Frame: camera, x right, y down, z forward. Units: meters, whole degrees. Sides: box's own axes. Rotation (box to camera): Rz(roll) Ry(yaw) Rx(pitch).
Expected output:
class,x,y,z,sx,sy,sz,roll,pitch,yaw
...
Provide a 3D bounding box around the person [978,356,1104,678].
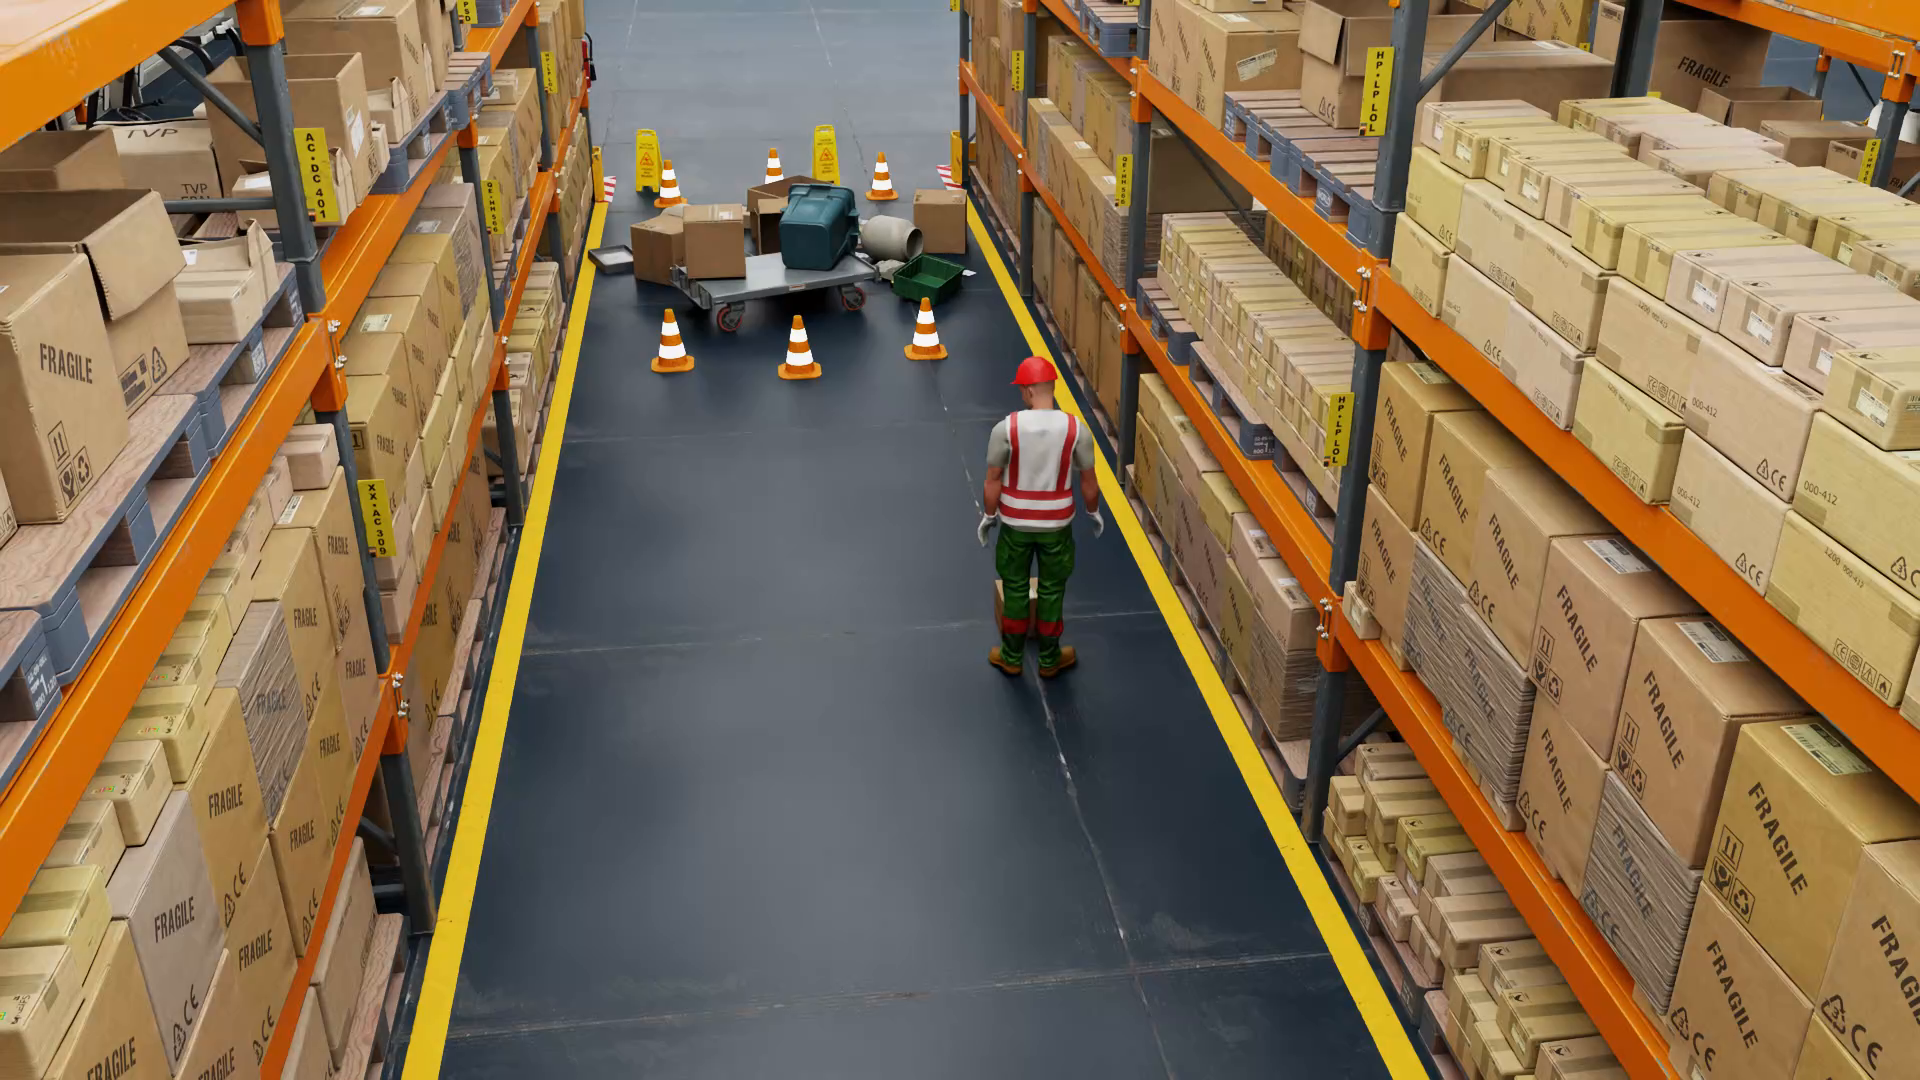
class,x,y,z,sx,sy,sz,roll,pitch,yaw
person,0.429,-0.096,8.767,0.659,1.796,0.386,2,27,4
